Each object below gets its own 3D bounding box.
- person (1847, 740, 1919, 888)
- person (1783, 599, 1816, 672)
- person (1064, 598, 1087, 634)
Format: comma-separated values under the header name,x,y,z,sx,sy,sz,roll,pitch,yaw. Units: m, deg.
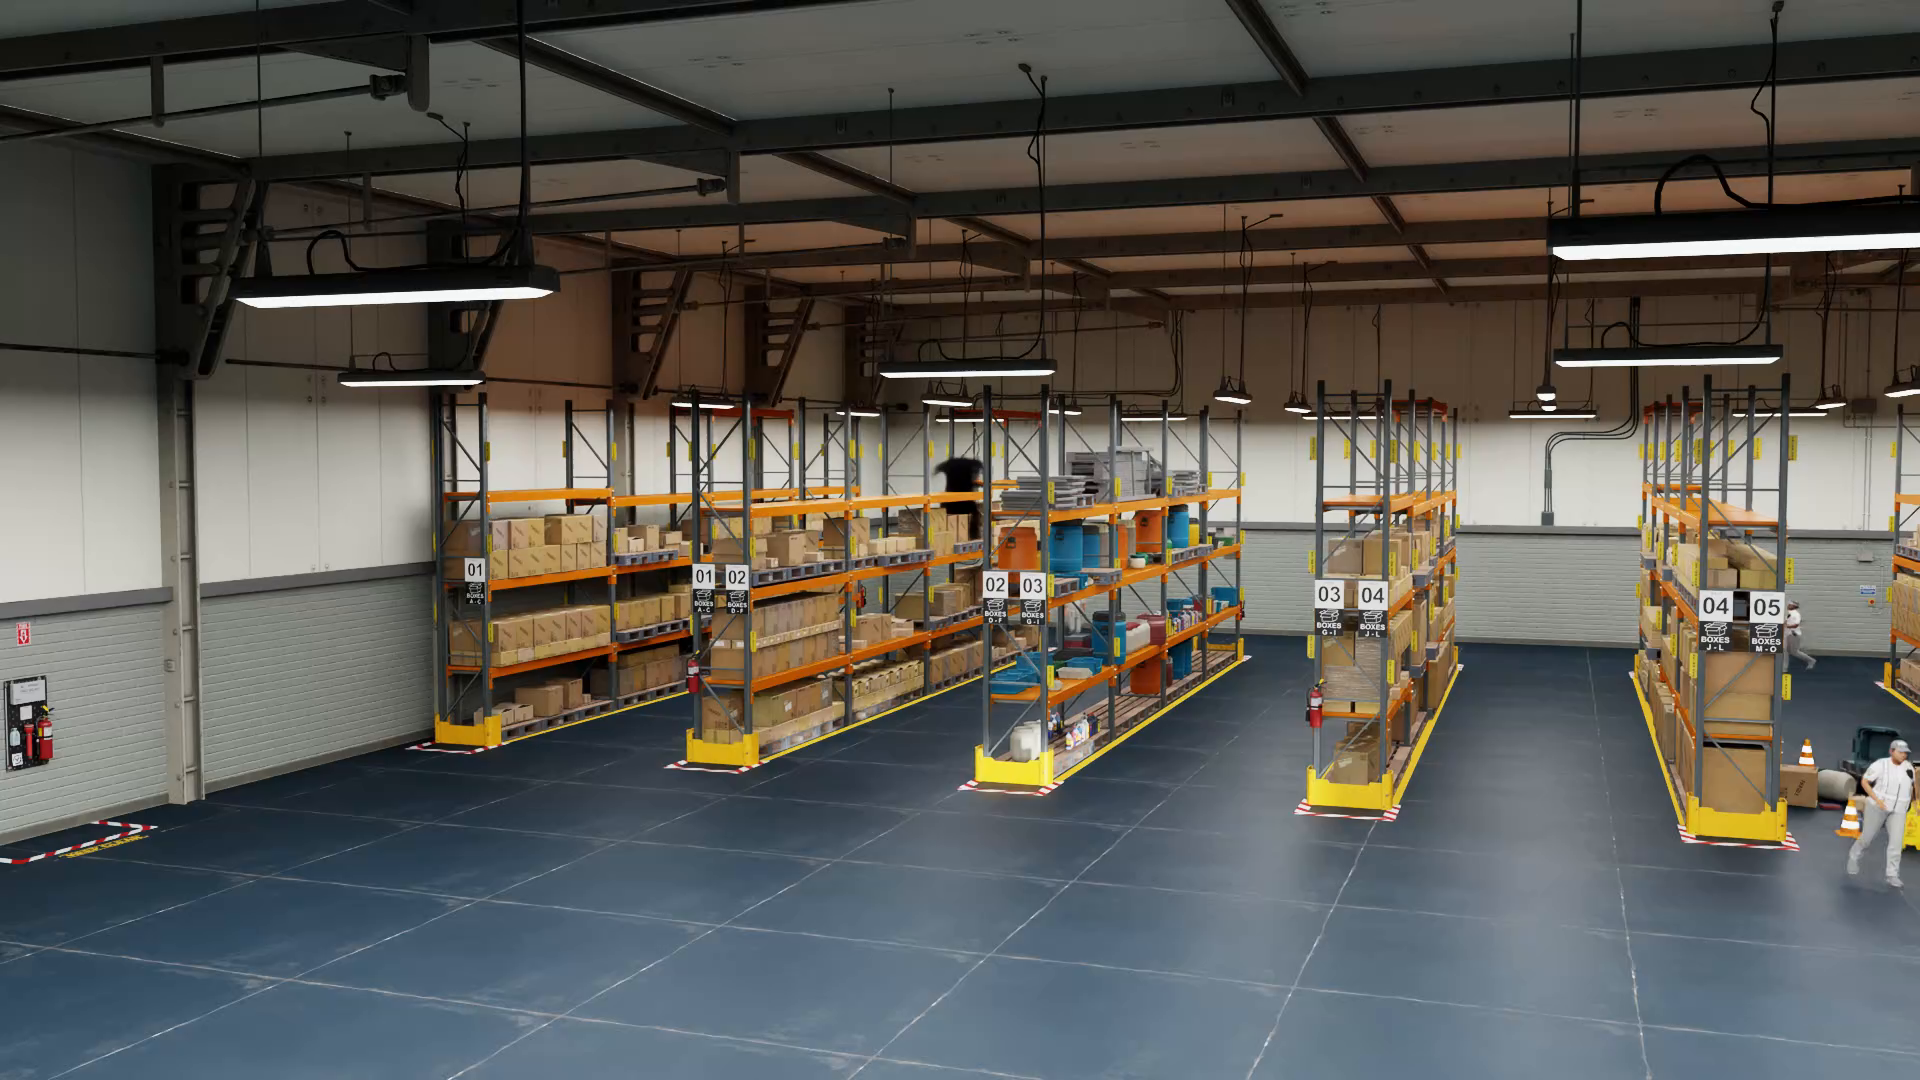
name,x,y,z,sx,sy,sz,roll,pitch,yaw
person,10.763,3.124,19.238,0.657,1.644,0.922,0,3,6
person,18.803,2.156,37.459,0.839,1.673,0.579,1,3,11
person,2.899,1.909,41.976,0.603,1.753,0.740,0,3,-7
